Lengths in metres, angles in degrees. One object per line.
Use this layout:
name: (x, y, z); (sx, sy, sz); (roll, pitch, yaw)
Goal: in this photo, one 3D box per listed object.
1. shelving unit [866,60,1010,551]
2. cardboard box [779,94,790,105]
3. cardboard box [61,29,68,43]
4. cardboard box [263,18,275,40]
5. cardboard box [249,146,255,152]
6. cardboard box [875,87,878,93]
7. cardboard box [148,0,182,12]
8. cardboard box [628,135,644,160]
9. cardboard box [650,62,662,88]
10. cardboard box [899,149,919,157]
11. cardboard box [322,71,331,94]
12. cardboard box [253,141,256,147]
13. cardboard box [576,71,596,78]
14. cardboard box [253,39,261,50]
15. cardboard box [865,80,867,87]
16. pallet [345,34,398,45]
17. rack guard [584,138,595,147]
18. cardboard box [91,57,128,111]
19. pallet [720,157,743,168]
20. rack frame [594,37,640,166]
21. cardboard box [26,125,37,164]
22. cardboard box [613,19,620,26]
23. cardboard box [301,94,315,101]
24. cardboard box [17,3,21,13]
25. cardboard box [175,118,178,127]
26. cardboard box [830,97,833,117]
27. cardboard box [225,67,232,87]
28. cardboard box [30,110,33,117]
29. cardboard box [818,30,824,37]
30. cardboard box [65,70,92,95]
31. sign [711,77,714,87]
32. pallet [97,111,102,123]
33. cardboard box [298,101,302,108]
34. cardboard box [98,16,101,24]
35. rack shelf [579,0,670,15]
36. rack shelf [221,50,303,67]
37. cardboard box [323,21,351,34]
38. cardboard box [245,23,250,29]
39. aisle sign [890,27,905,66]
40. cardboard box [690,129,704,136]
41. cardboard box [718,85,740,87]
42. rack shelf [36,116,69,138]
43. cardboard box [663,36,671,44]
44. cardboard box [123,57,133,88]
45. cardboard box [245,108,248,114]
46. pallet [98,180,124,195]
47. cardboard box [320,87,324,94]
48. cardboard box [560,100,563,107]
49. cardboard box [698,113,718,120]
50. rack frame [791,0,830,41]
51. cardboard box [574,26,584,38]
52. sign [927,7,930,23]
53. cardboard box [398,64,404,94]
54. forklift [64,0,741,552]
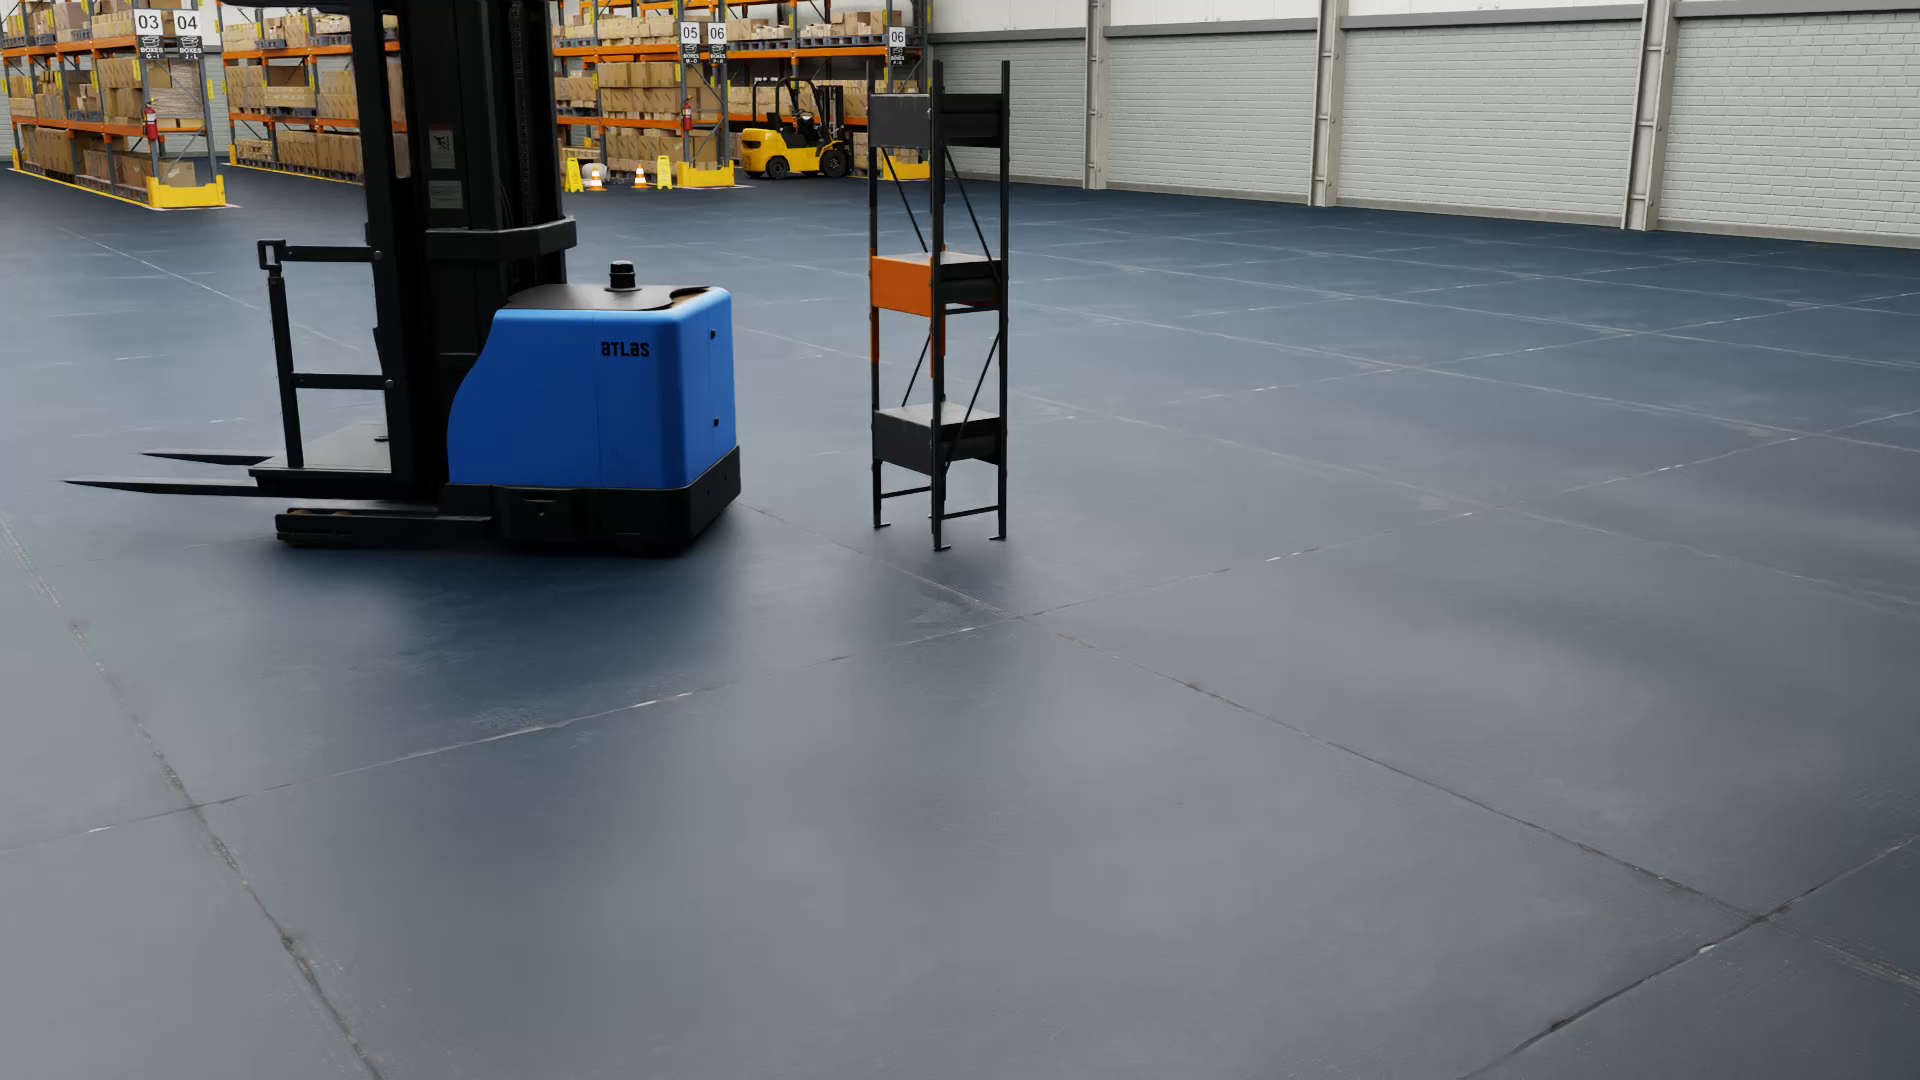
shelving unit: (-0.097, -1.048, 7.428); (0.431, 2.100, 0.503); (-11, 19, -35)
cardboard box: (-3.998, -10.553, 39.789); (0.500, 0.250, 0.500); (-11, 19, -36)
cardboard box: (-17.511, -9.989, 32.992); (0.500, 0.250, 0.500); (-10, 18, -33)
cardboard box: (-16.030, -12.066, 39.312); (0.700, 0.500, 0.500); (-11, 19, -34)
cardboard box: (-17.788, -9.921, 42.182); (0.380, 0.149, 0.250); (-12, 19, -37)
cardboard box: (-1.755, -9.907, 36.672); (0.380, 0.149, 0.250); (-11, 18, -34)
cardboard box: (-13.834, -9.394, 28.836); (0.500, 0.500, 0.500); (-11, 19, -35)
cardboard box: (-6.759, -8.395, 35.558); (0.500, 0.500, 0.500); (-10, 18, -32)
cardboard box: (-5.932, -9.552, 34.148); (0.700, 0.500, 0.500); (-11, 19, -34)
cardboard box: (-1.259, -8.715, 37.203); (0.500, 0.250, 0.500); (-10, 18, -34)
cardboard box: (-13.556, -10.045, 36.513); (0.700, 0.500, 0.500); (-11, 19, -35)
cardboard box: (-17.410, -9.884, 41.483); (0.380, 0.149, 0.250); (-12, 19, -36)
cardboard box: (-8.385, -10.464, 37.348); (0.380, 0.149, 0.250); (-12, 19, -36)
cardboard box: (-16.671, -11.904, 39.989); (0.500, 0.250, 0.500); (-10, 18, -33)
cardboard box: (-1.877, -10.113, 36.862); (0.380, 0.149, 0.250); (-10, 18, -33)
pallet: (-12.039, -10.301, 34.210); (0.805, 0.209, 1.217); (-12, 19, -37)
rack guard: (-10.513, -11.660, 49.230); (1.175, 0.500, 0.348); (-11, 19, -35)
cardboard box: (-15.885, -8.693, 31.724); (1.000, 1.000, 1.000); (-11, 19, -34)
pallet: (-5.402, -9.647, 42.422); (1.003, 0.211, 1.213); (-11, 19, -35)
rack frame: (-7.515, -9.548, 36.780); (1.000, 3.000, 0.127); (-11, 19, -35)
cardboard box: (-21.611, -9.431, 39.583); (0.875, 0.875, 0.875); (-11, 19, -35)
cardboard box: (-7.137, -10.971, 35.263); (0.380, 0.149, 0.250); (-11, 19, -35)
cardboard box: (-14.470, -9.872, 37.080); (0.380, 0.149, 0.250); (-10, 18, -33)
cardboard box: (-21.407, -12.247, 38.363); (0.500, 0.250, 0.500); (-12, 19, -36)
cardboard box: (-13.286, -7.189, 28.635); (0.380, 0.149, 0.250); (-11, 19, -35)
cardboard box: (-2.834, -10.016, 38.299); (0.500, 0.500, 0.500); (-11, 19, -35)
cardboard box: (-18.466, -11.858, 42.570); (0.500, 0.500, 0.500); (-11, 19, -35)
cardboard box: (-20.831, -9.666, 37.687); (0.380, 0.149, 0.250); (-10, 18, -33)
cardboard box: (-3.032, -11.589, 38.044); (0.380, 0.149, 0.250); (-10, 18, -33)
cardboard box: (-18.300, -9.555, 34.714); (0.797, 0.503, 0.637); (-10, 18, -33)
sign: (-6.288, -11.608, 42.261); (0.100, 0.325, 0.005); (-11, 19, -35)
pallet: (-15.863, -8.103, 31.864); (1.003, 0.211, 1.213); (-11, 19, -35)
cardboard box: (-14.618, -9.781, 37.311); (0.380, 0.149, 0.250); (-11, 19, -35)
cardboard box: (-15.378, -9.413, 30.133); (0.380, 0.149, 0.250); (-12, 19, -37)
rack shelf: (-9.382, -15.000, 46.703); (1.077, 0.370, 4.000); (-11, 19, -35)
rack shelf: (-17.340, -11.993, 41.394); (1.077, 0.370, 4.000); (-11, 19, -35)
cardboard box: (-13.269, -10.942, 35.489); (0.500, 0.250, 0.500); (-10, 18, -33)
cardboard box: (-17.188, -12.520, 40.538); (0.380, 0.149, 0.250); (-12, 19, -37)
aisle sign: (-1.349, -10.659, 35.916); (0.394, 0.787, 0.004); (-11, 19, -35)
cardboard box: (-6.920, -10.783, 44.001); (0.380, 0.149, 0.250); (-11, 19, -35)
cardboard box: (-6.030, -11.558, 43.140); (0.500, 0.500, 0.500); (-10, 18, -32)
rack shelf: (-19.059, -8.944, 35.936); (1.077, 0.370, 4.000); (-11, 19, -35)
cardboard box: (-5.772, -10.100, 33.591); (0.380, 0.149, 0.250); (-11, 19, -34)
cardboard box: (-14.001, -8.015, 28.530); (0.500, 0.500, 0.500); (-11, 19, -35)
cardboard box: (-17.767, -10.813, 41.876); (0.380, 0.149, 0.250); (-11, 19, -36)
pallet: (-15.990, -6.831, 32.134); (1.003, 0.211, 1.213); (-11, 19, -35)
cardboard box: (-14.383, -10.276, 37.993); (0.380, 0.149, 0.250); (-12, 19, -37)
cardboard box: (-9.016, -10.099, 38.471); (0.380, 0.149, 0.250); (-10, 18, -32)
cardboard box: (-5.196, -8.677, 34.074); (0.380, 0.149, 0.250); (-11, 19, -34)
rack frame: (-3.502, -13.213, 38.806); (1.000, 3.000, 0.127); (-11, 19, -35)
cardboard box: (-8.269, -11.336, 37.119); (0.500, 0.250, 0.500); (-11, 19, -34)
sign: (-0.698, -11.457, 36.265); (0.100, 0.325, 0.005); (-11, 19, -35)
cardboard box: (-10.329, -8.919, 32.152); (0.875, 0.550, 0.500); (-11, 19, -35)
forklift: (-2.630, -1.512, 7.547); (3.031, 2.935, 1.130); (2, 15, 7)
